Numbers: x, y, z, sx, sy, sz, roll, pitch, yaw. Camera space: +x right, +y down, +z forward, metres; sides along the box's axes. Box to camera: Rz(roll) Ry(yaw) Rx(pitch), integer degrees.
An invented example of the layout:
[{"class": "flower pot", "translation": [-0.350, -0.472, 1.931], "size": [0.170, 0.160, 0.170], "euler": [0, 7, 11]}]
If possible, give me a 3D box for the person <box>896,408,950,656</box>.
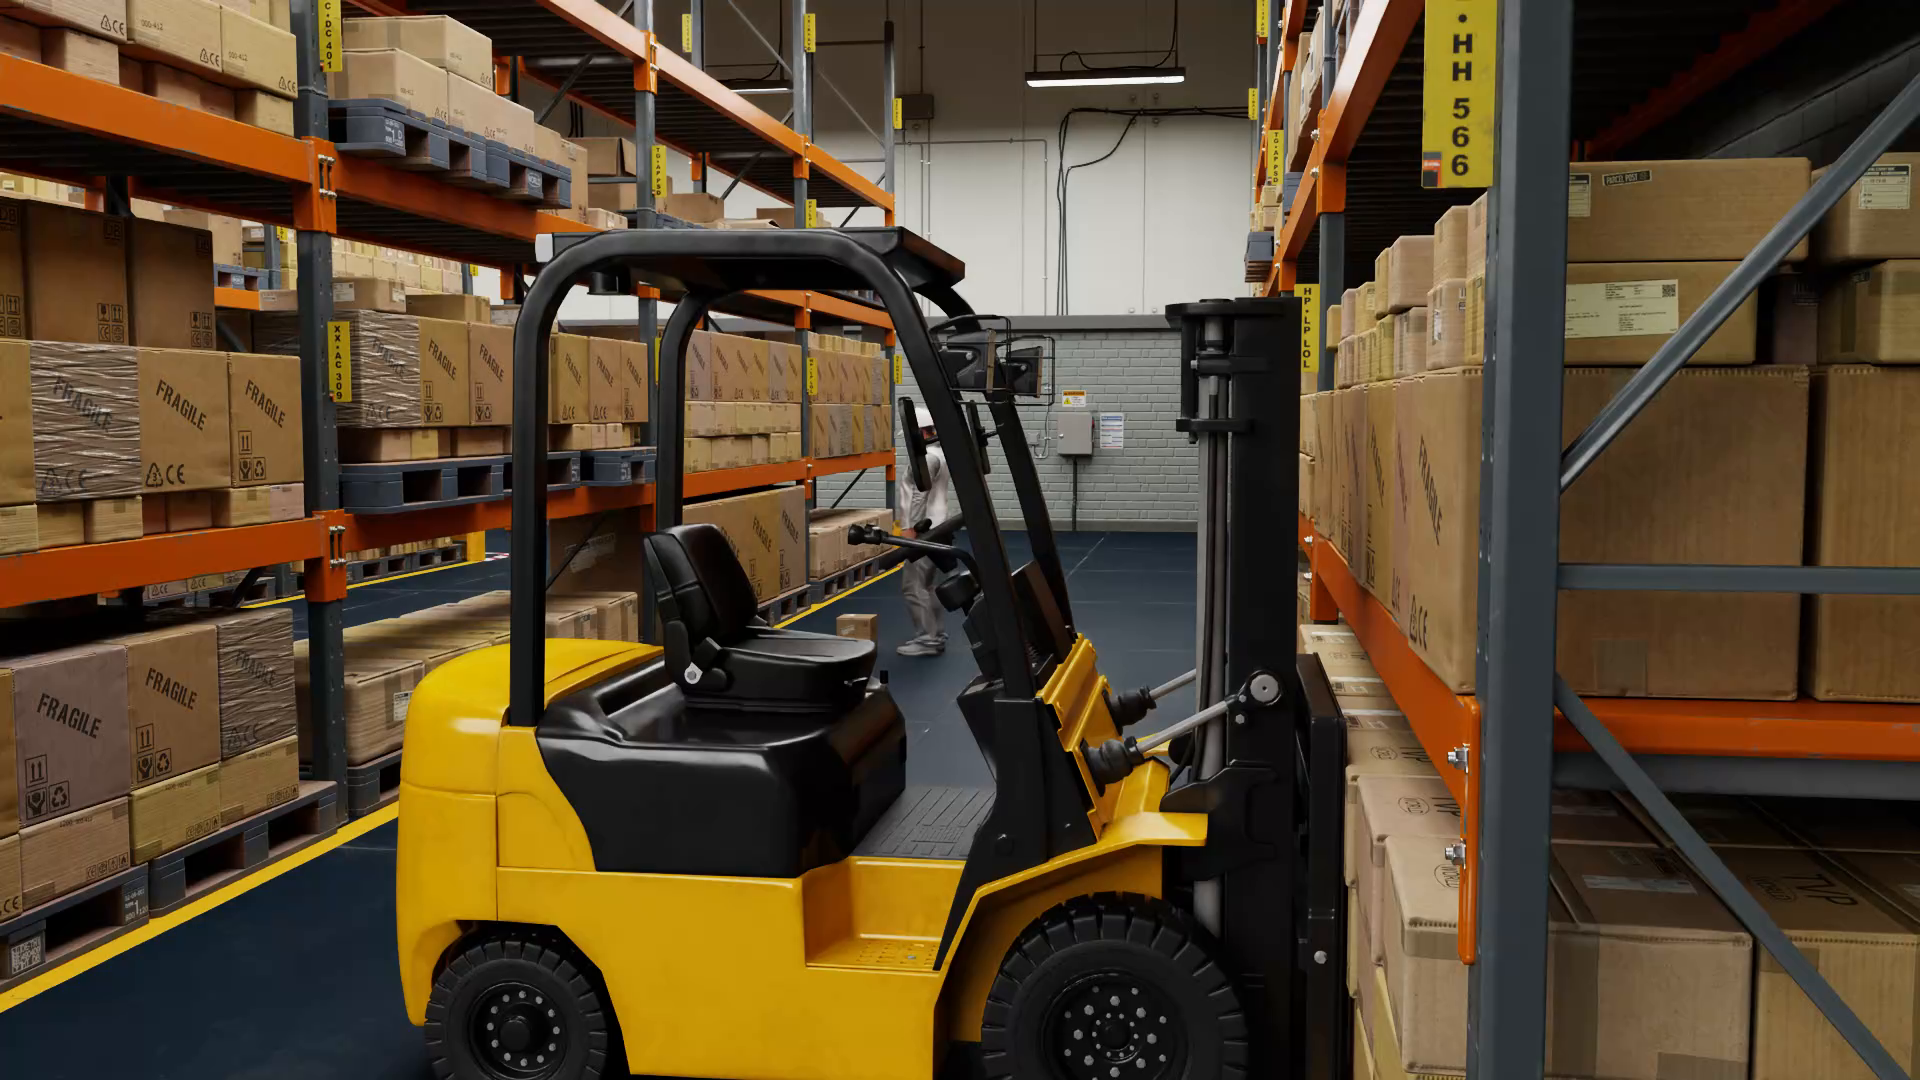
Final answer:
[{"class": "person", "translation": [-0.267, -0.063, 11.904], "size": [0.378, 1.760, 0.538], "euler": [1, 4, 10]}]
